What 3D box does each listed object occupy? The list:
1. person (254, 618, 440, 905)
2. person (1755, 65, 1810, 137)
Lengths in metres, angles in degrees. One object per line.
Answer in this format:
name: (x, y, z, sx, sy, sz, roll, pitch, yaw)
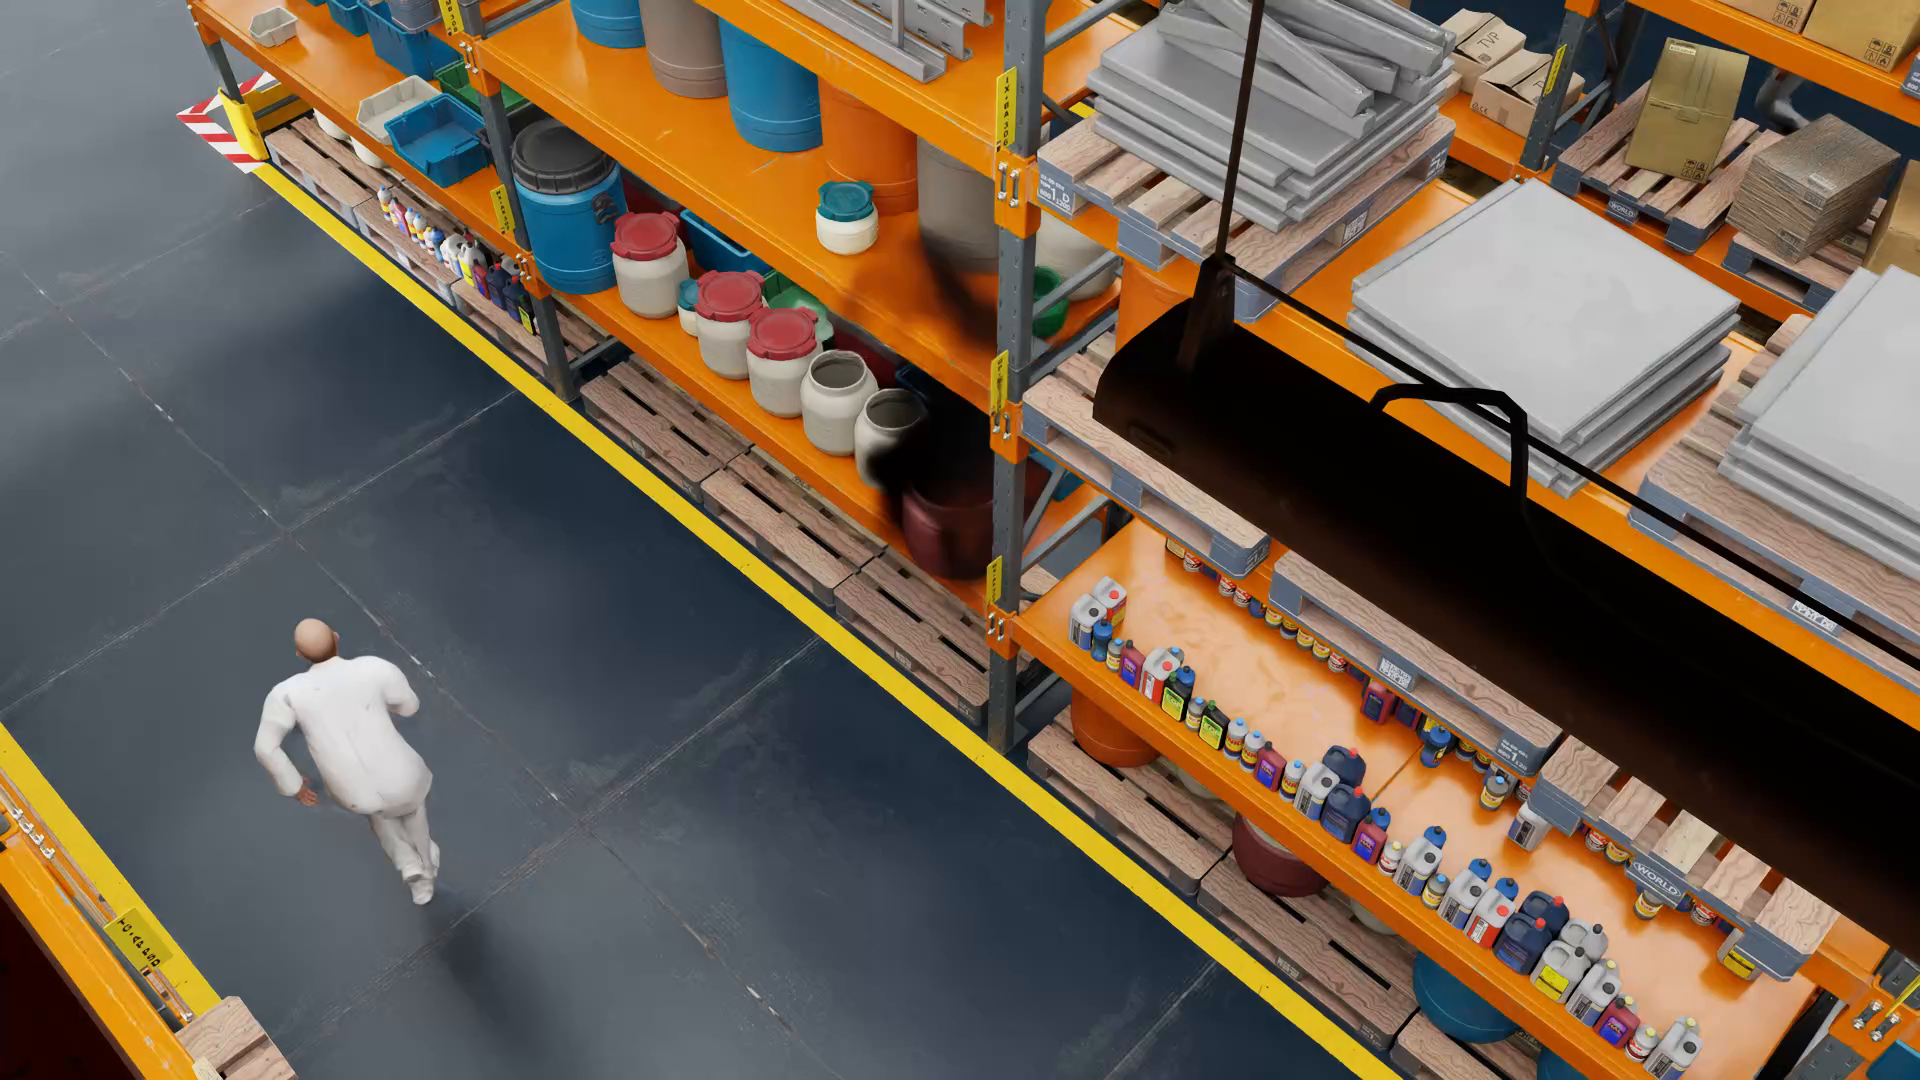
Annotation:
person: (-2.911, 1.097, 8.066, 0.740, 1.608, 0.810, -23, 54, -18)
person: (6.248, -3.638, 12.424, 0.740, 1.571, 0.557, 20, 53, 16)
